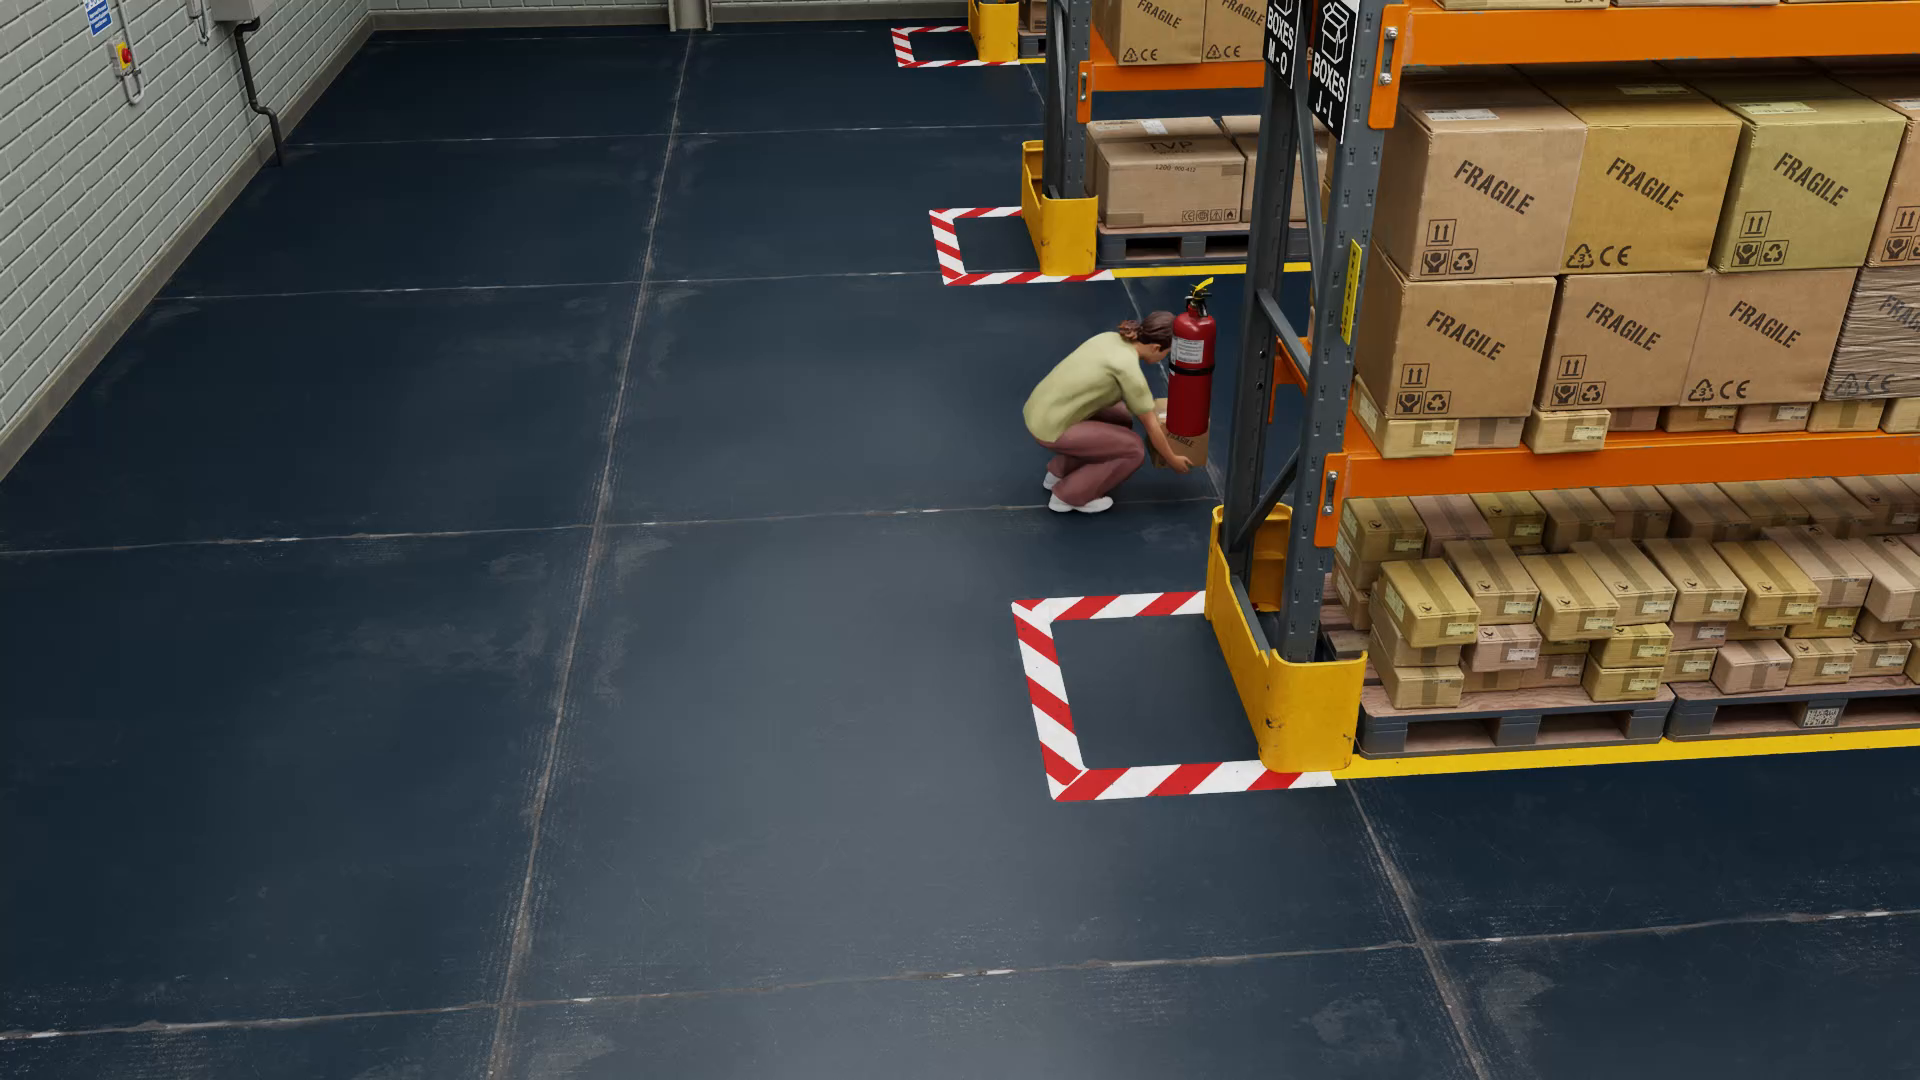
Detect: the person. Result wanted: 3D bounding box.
[{"bbox_3d":[0.699,-0.624,7.887,0.804,0.932,0.494,-3,31,-5],"label":"person"}]
